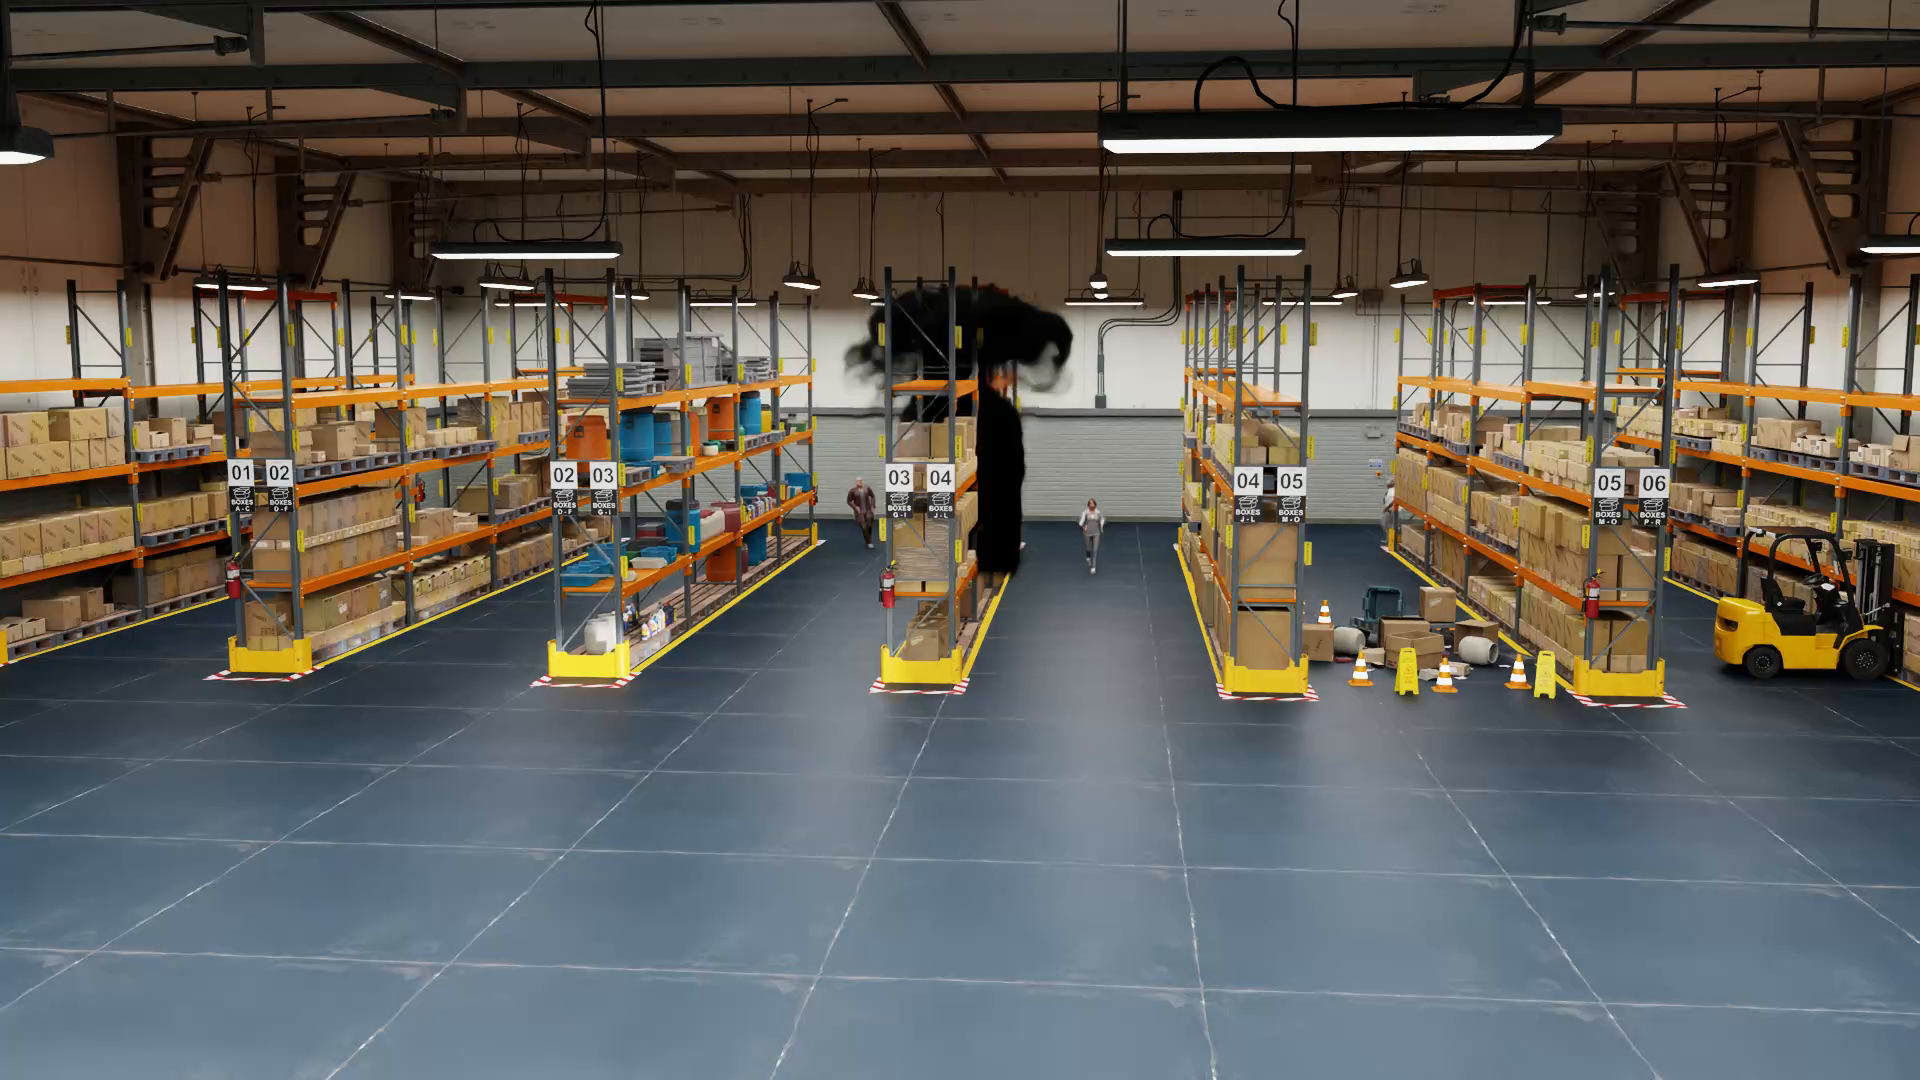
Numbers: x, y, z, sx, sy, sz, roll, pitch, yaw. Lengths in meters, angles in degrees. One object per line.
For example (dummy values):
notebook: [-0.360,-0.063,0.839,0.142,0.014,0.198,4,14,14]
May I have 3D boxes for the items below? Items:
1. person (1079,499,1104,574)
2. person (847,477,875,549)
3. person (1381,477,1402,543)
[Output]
person: [2.825,-0.050,35.591,0.546,1.492,0.813,0,7,0]
person: [-2.338,-0.657,39.614,0.705,1.712,0.571,-2,7,-12]
person: [10.545,-0.707,40.470,0.612,1.640,0.618,3,8,24]
